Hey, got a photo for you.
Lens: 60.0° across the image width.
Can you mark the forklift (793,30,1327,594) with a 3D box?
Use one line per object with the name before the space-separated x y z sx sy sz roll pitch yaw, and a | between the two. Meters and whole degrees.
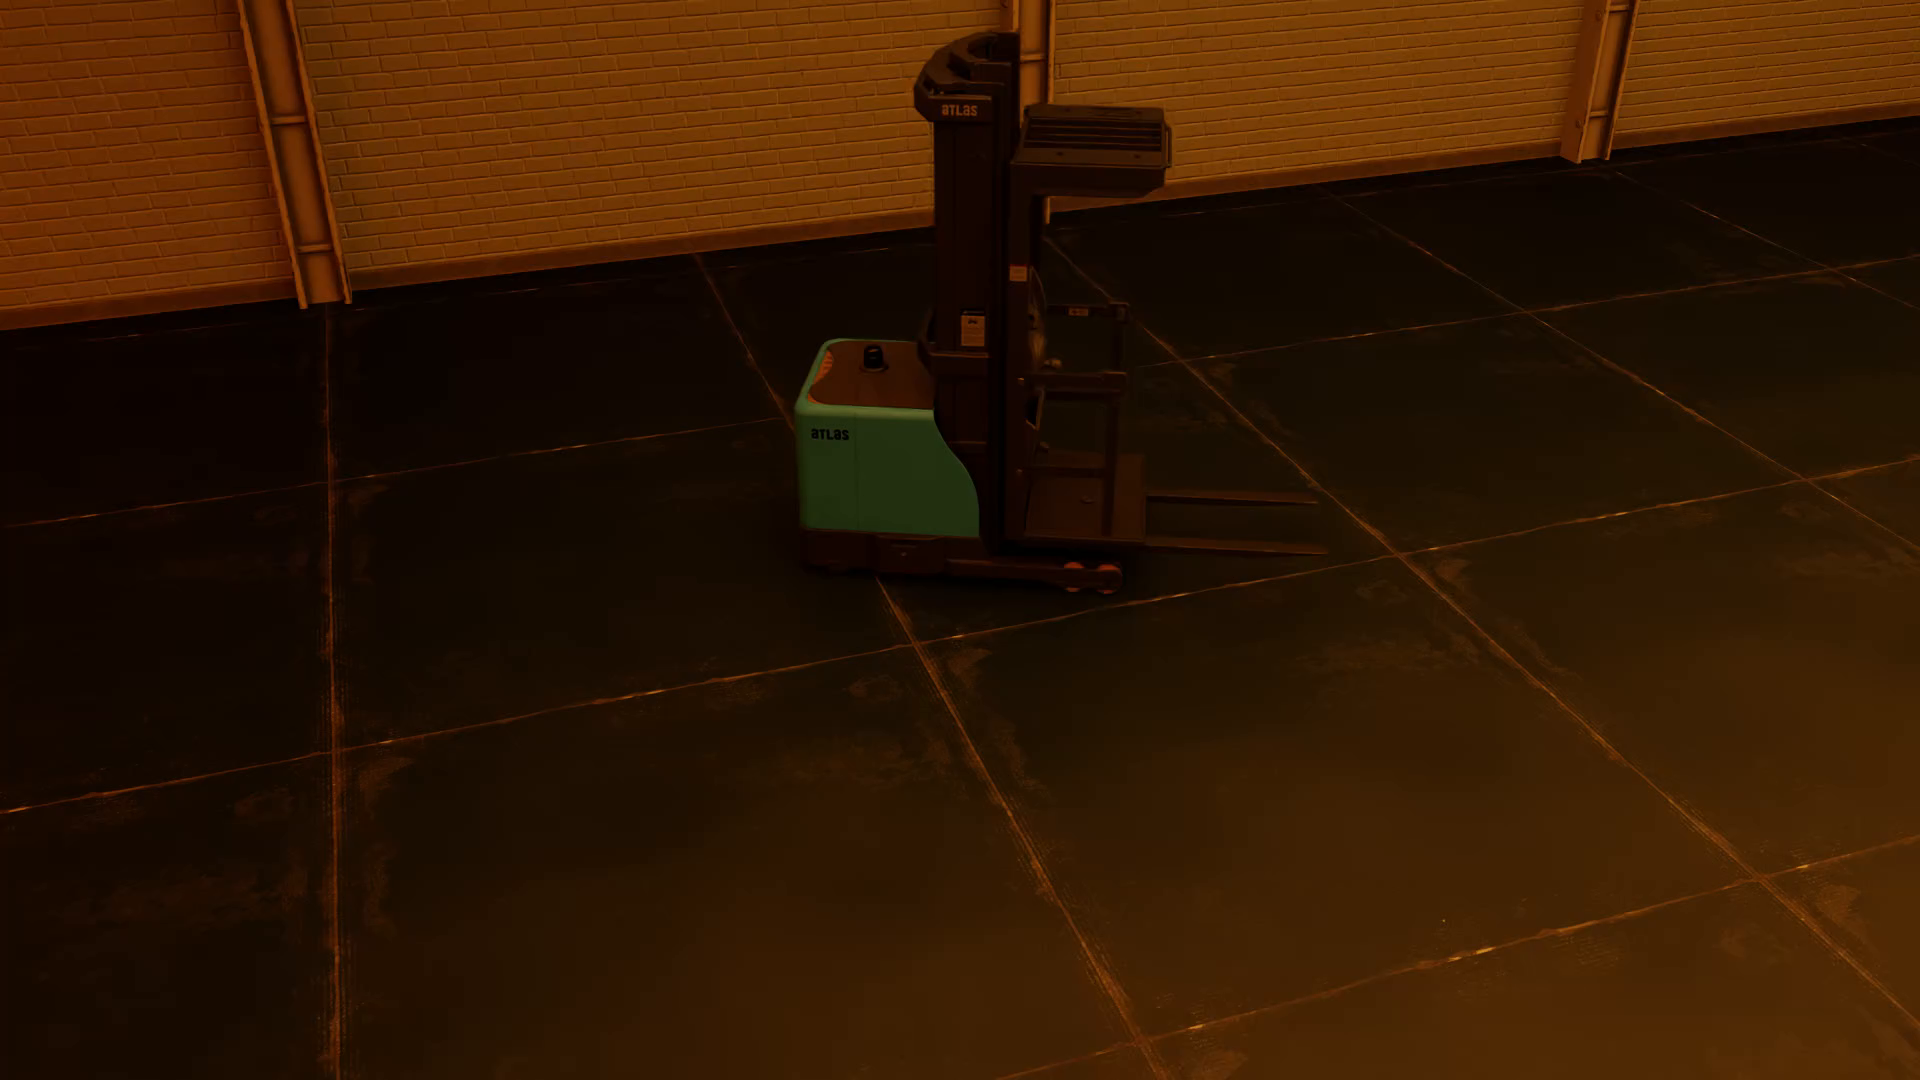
forklift | 0.613 -1.244 9.250 3.031 2.935 1.130 3 30 5
